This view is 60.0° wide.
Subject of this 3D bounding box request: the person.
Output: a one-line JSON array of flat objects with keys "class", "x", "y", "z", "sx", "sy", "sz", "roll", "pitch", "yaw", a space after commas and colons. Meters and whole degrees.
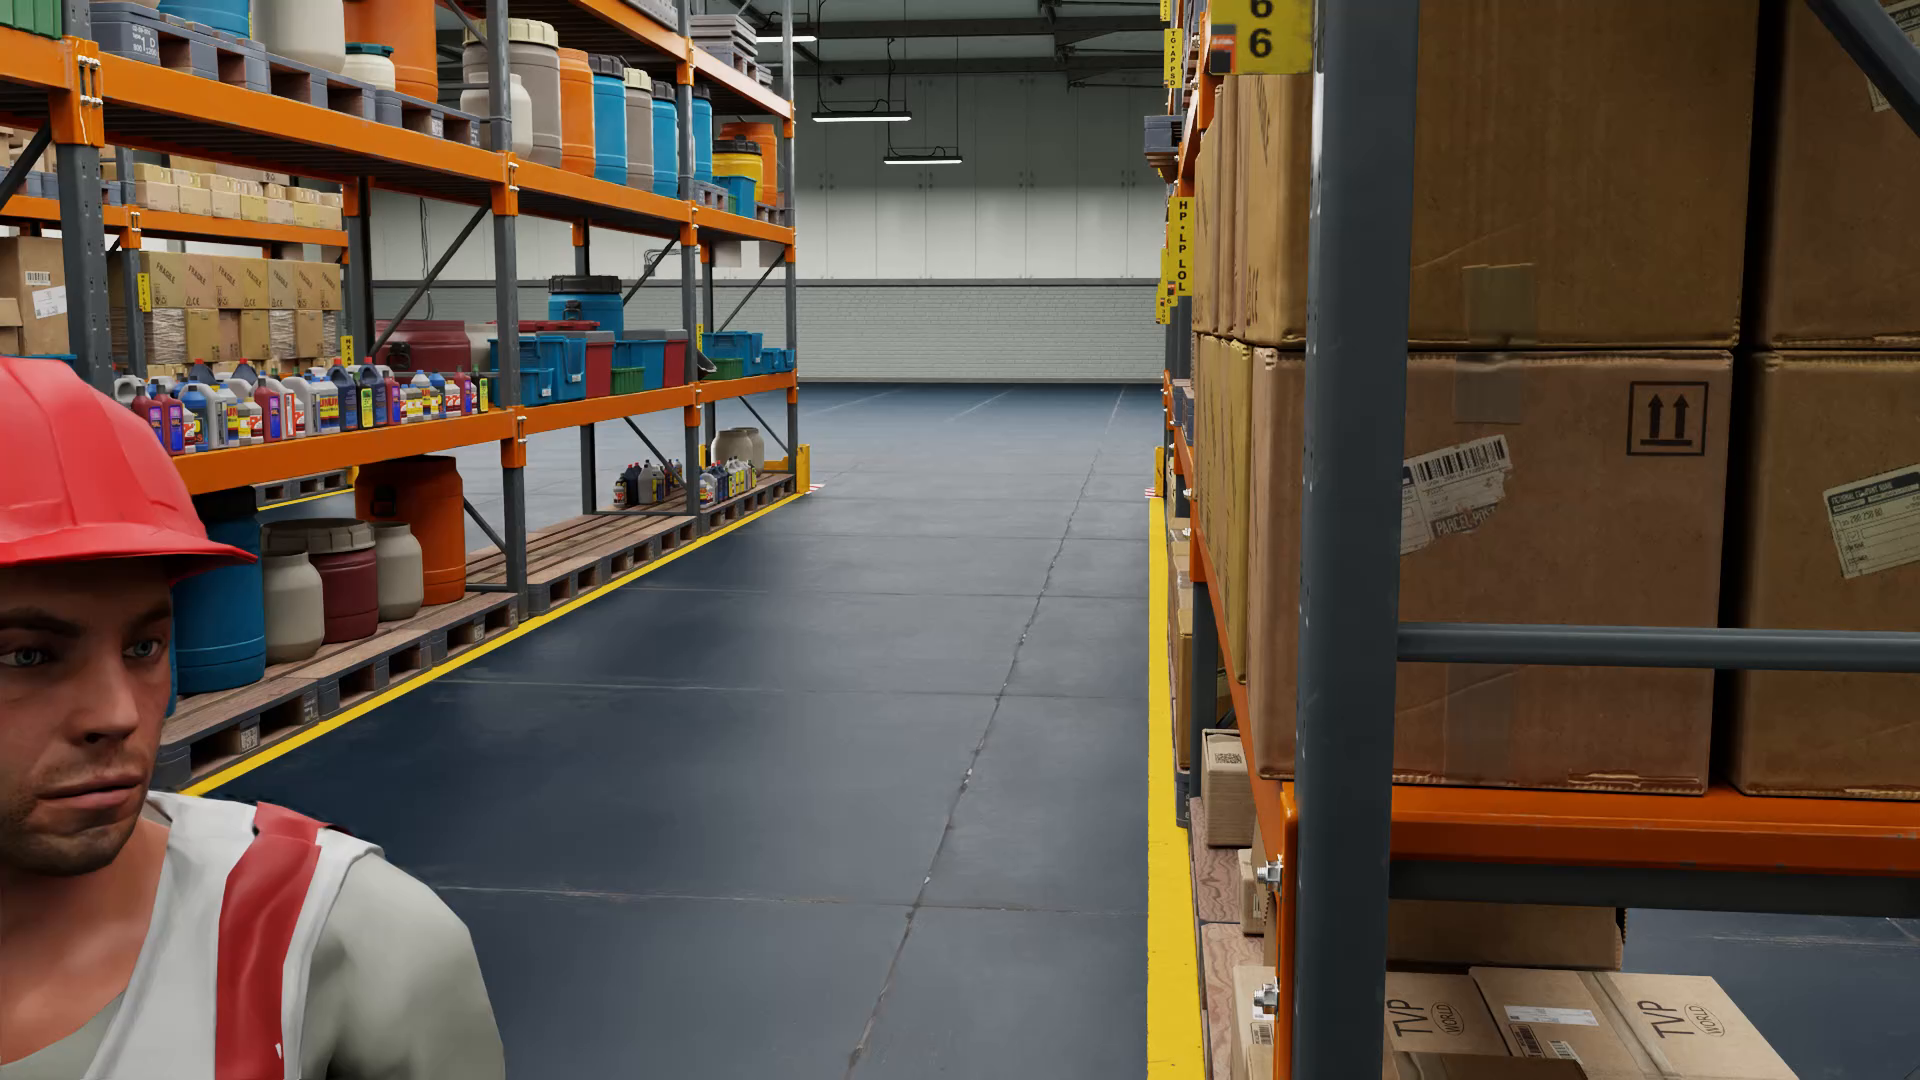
[{"class": "person", "x": -0.543, "y": 0.820, "z": 1.000, "sx": 0.550, "sy": 1.853, "sz": 0.417, "roll": -1, "pitch": 8, "yaw": -9}]
